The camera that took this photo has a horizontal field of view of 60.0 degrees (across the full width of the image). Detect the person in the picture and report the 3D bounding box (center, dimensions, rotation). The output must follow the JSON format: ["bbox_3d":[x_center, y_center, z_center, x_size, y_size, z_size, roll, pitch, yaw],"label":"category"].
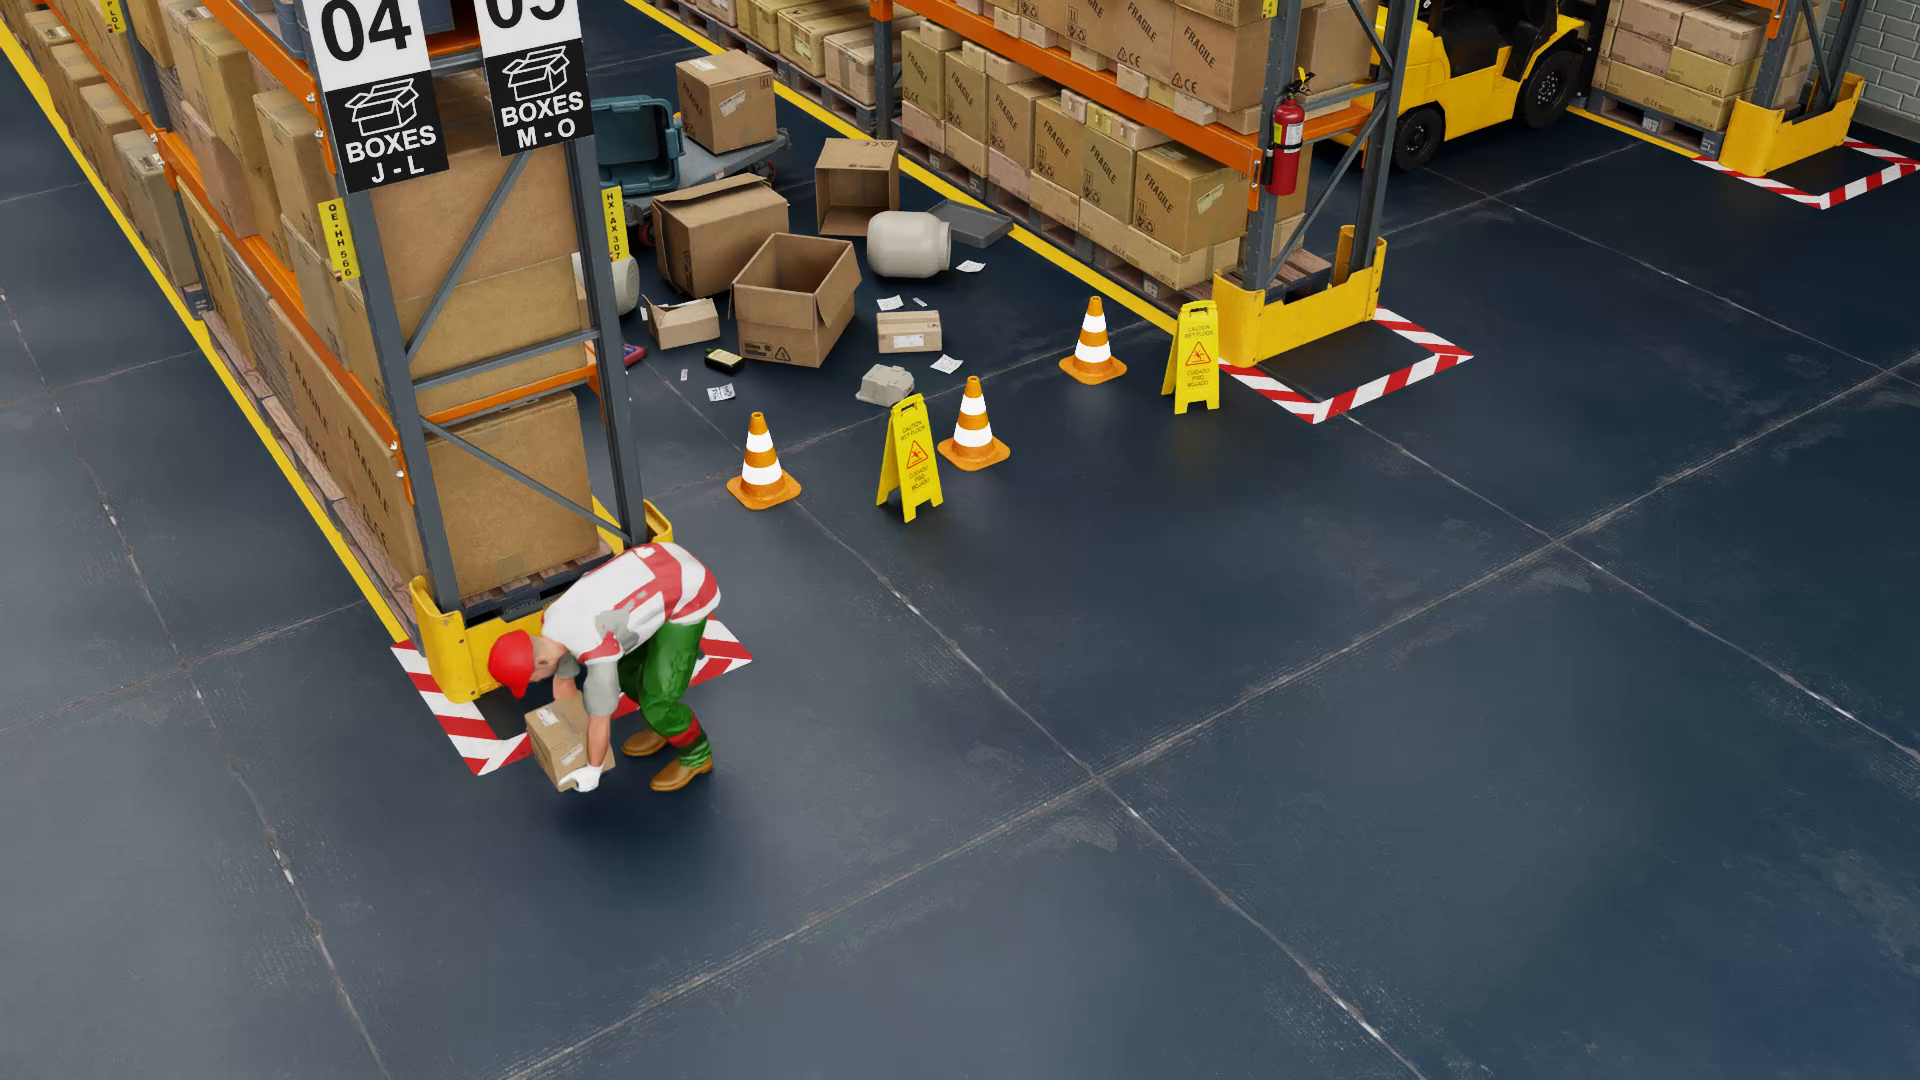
[{"bbox_3d":[-1.416,0.588,6.780,0.964,1.072,0.514,-24,43,-30],"label":"person"}]
